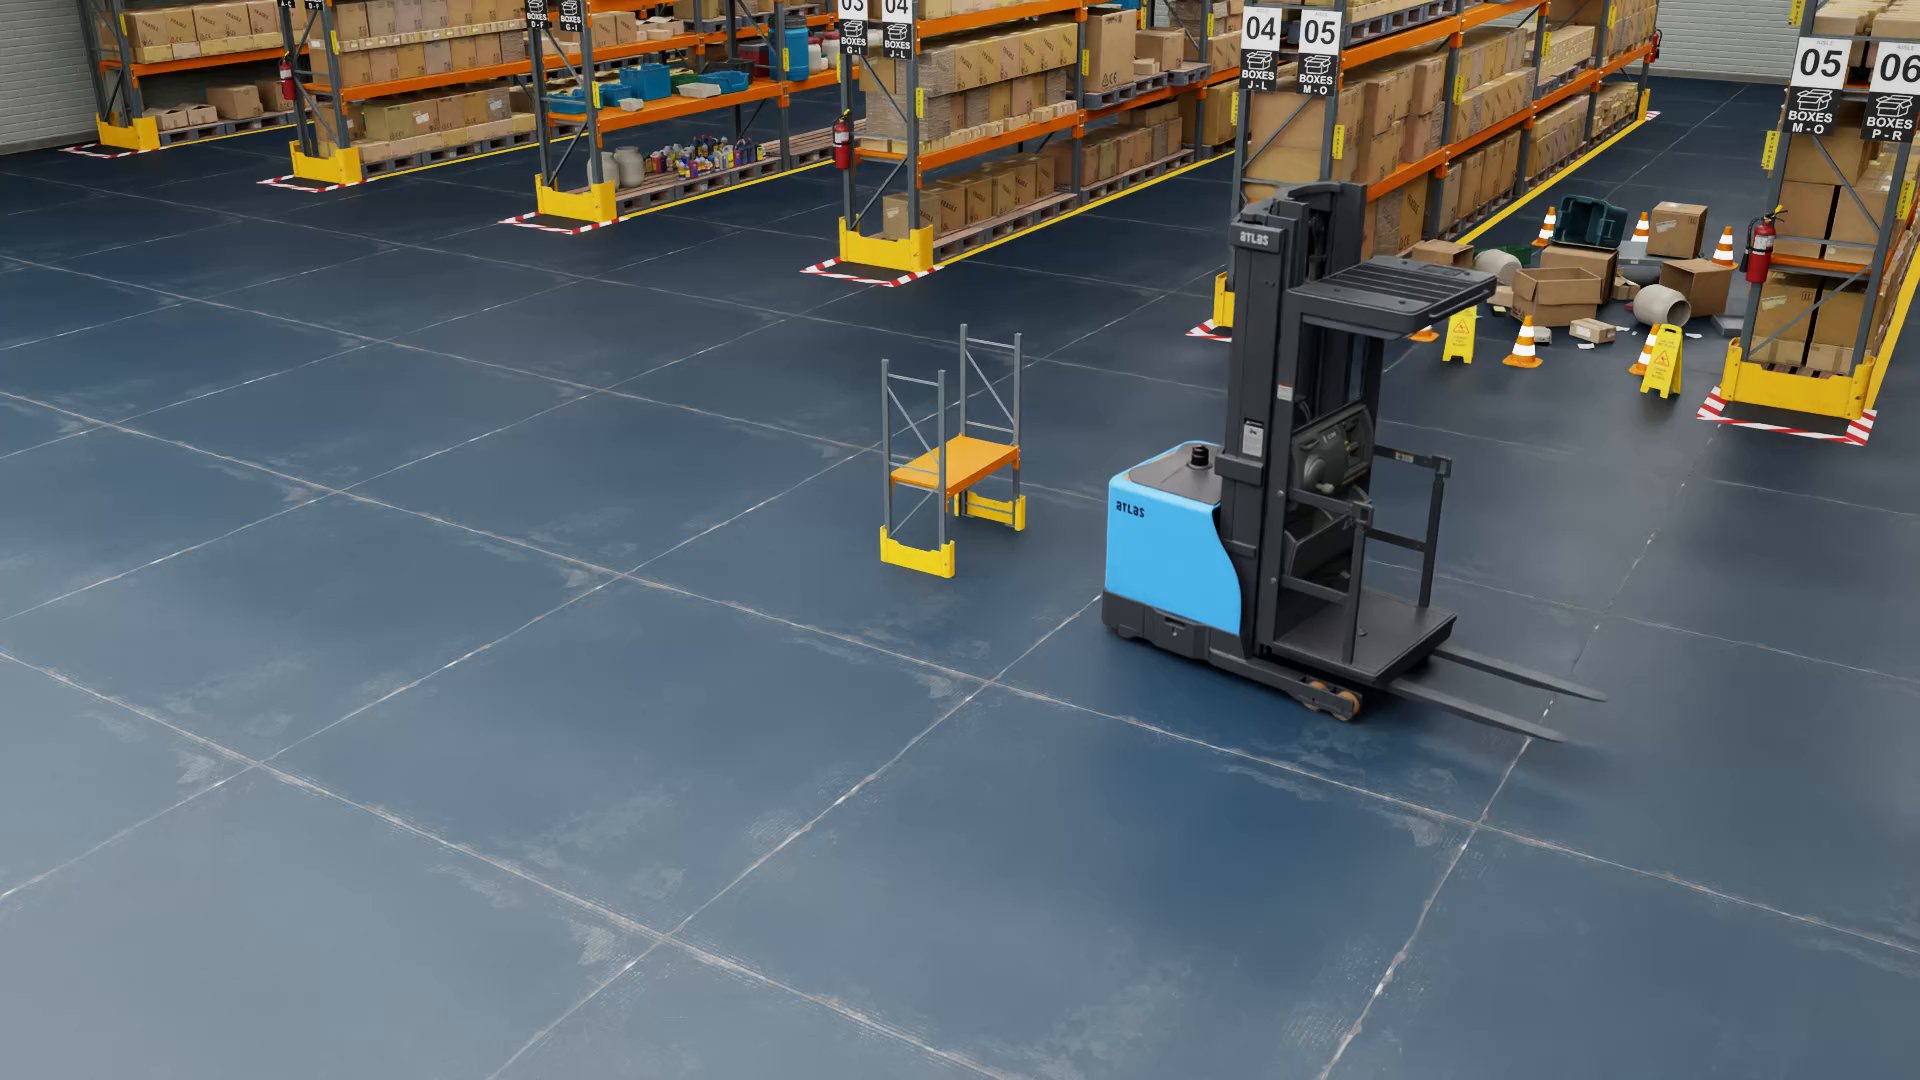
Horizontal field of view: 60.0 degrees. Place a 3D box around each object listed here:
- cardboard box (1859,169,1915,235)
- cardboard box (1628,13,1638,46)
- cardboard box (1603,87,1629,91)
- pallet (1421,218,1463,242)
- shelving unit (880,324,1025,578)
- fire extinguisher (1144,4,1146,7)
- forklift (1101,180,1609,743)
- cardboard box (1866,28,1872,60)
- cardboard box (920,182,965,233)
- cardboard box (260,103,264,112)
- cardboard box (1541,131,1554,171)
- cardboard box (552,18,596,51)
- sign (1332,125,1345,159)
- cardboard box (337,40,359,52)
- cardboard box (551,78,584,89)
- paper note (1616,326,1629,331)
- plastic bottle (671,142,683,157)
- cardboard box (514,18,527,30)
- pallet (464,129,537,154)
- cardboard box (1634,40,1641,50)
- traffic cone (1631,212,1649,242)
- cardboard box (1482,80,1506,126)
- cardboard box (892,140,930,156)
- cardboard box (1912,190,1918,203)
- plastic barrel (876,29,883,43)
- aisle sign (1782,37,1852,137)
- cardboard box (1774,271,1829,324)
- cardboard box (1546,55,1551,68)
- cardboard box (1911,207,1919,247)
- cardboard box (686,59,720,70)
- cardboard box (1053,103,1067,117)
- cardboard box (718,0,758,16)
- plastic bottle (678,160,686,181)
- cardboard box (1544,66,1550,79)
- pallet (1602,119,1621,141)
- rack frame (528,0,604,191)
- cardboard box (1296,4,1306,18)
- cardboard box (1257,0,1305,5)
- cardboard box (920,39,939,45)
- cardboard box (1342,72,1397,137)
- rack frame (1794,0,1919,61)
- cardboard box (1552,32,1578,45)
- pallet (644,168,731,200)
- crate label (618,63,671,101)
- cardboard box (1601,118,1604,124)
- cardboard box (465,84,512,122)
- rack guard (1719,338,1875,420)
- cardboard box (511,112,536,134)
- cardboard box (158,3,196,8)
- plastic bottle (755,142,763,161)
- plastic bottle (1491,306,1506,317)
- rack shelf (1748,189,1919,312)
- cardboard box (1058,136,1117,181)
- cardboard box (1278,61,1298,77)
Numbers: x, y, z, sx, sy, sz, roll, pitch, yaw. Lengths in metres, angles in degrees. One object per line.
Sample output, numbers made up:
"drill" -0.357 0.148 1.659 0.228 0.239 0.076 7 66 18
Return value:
"cardboard box" 8.253 -3.043 15.003 0.500 0.500 0.500 15 27 31
"cardboard box" 10.852 -8.451 27.496 0.500 0.500 0.500 15 28 32
"cardboard box" 11.213 -7.651 28.459 0.380 0.149 0.250 13 26 27
"pallet" 5.691 -3.933 21.069 1.003 0.211 1.213 14 27 29
"shelving unit" -0.040 -0.663 11.893 0.587 1.500 1.083 14 27 29
"fire extinguisher" 3.775 -10.847 34.097 0.296 0.674 0.183 14 27 29
"forklift" 2.374 -0.519 9.760 3.031 2.935 1.130 19 30 36
"cardboard box" 7.816 -4.423 14.730 0.500 0.250 0.500 13 27 28
"cardboard box" -0.293 -4.122 20.613 0.500 0.500 0.500 -20 31 -39
"cardboard box" -12.298 -7.482 28.792 0.380 0.149 0.250 12 26 25
"cardboard box" 8.310 -5.688 24.230 0.500 0.500 0.500 14 27 30
"cardboard box" -6.530 -8.567 28.137 0.500 0.500 0.500 16 28 33
"sign" 3.706 -3.902 16.297 0.100 0.325 0.005 14 27 29
"cardboard box" -8.947 -7.168 24.090 0.380 0.149 0.250 14 27 29
"cardboard box" -6.722 -7.817 28.758 0.500 0.311 0.500 14 27 29
"paper note" 6.880 -2.207 17.323 0.142 0.019 0.148 -17 29 -35
"plastic bottle" -4.122 -5.641 24.286 0.144 0.351 0.185 14 27 29
"cardboard box" -7.188 -8.294 26.691 0.380 0.149 0.250 14 27 29
"pallet" -7.682 -6.548 27.109 1.003 0.211 1.213 14 27 29
"cardboard box" 11.349 -8.447 28.303 0.380 0.149 0.250 15 27 30
"traffic cone" 8.375 -3.788 20.418 0.336 0.463 0.334 14 27 29
"cardboard box" 6.654 -5.613 21.315 0.500 0.500 0.500 14 27 30
"cardboard box" -0.570 -4.591 19.395 0.380 0.149 0.250 14 27 29
"cardboard box" 9.570 -3.560 17.014 0.380 0.149 0.250 15 27 30
"plastic barrel" -1.272 -8.057 26.945 0.421 0.512 0.421 0 23 0
"aisle sign" 7.218 -3.816 14.017 0.394 0.787 0.004 14 27 29
"cardboard box" 7.970 -2.360 15.914 0.500 0.500 0.500 15 28 31
"cardboard box" 8.163 -6.804 23.605 0.380 0.149 0.250 13 27 27
"cardboard box" 11.028 -3.831 20.102 0.950 0.372 0.625 13 27 28
"cardboard box" -4.823 -8.857 31.526 0.500 0.500 0.500 15 28 31
"cardboard box" 1.184 -5.678 21.907 0.380 0.149 0.250 14 27 29
"cardboard box" -4.235 -10.181 31.337 0.700 0.500 0.500 20 31 39
"plastic bottle" -3.909 -5.194 23.353 0.097 0.271 0.097 0 23 0
"cardboard box" 8.149 -6.654 23.633 0.380 0.149 0.250 15 28 32
"pallet" 10.535 -7.004 28.164 1.003 0.211 1.213 14 27 29
"rack frame" -5.130 -5.698 21.636 1.000 3.000 0.127 14 27 29
"cardboard box" 3.259 -5.354 16.729 0.380 0.149 0.250 14 27 29
"cardboard box" 3.259 -5.493 16.547 0.500 0.250 0.500 14 27 30
"cardboard box" -0.583 -5.708 19.902 0.500 0.500 0.500 14 27 29
"cardboard box" 4.089 -4.633 17.629 0.875 0.550 0.550 14 27 29
"rack frame" 7.497 -5.336 13.249 1.000 3.000 0.127 14 27 29
"cardboard box" 8.972 -7.462 24.750 0.380 0.149 0.250 13 27 27
"pallet" -4.053 -5.137 23.850 1.003 0.211 1.213 14 27 29
"crate label" -4.389 -6.392 23.195 0.502 0.435 0.616 14 27 29
"cardboard box" 10.464 -6.955 27.601 0.380 0.149 0.250 13 26 27
"cardboard box" -7.559 -6.993 26.618 0.500 0.500 0.500 14 27 29
"rack guard" 7.537 -1.462 14.997 1.175 0.500 0.348 14 27 29
"cardboard box" -7.286 -6.816 27.151 0.500 0.250 0.500 14 27 29
"cardboard box" -12.936 -8.605 27.572 0.500 0.500 0.500 13 27 28
"plastic bottle" -2.994 -5.772 24.672 0.061 0.283 0.133 15 28 32
"plastic bottle" 5.787 -2.467 17.871 0.133 0.061 0.283 5 24 11
"rack shelf" 8.552 -2.928 16.143 1.077 0.370 4.000 14 27 29
"cardboard box" 1.797 -5.424 23.597 0.700 0.500 0.500 14 27 29
"cardboard box" 5.087 -7.707 28.424 1.225 0.875 0.875 14 27 29
